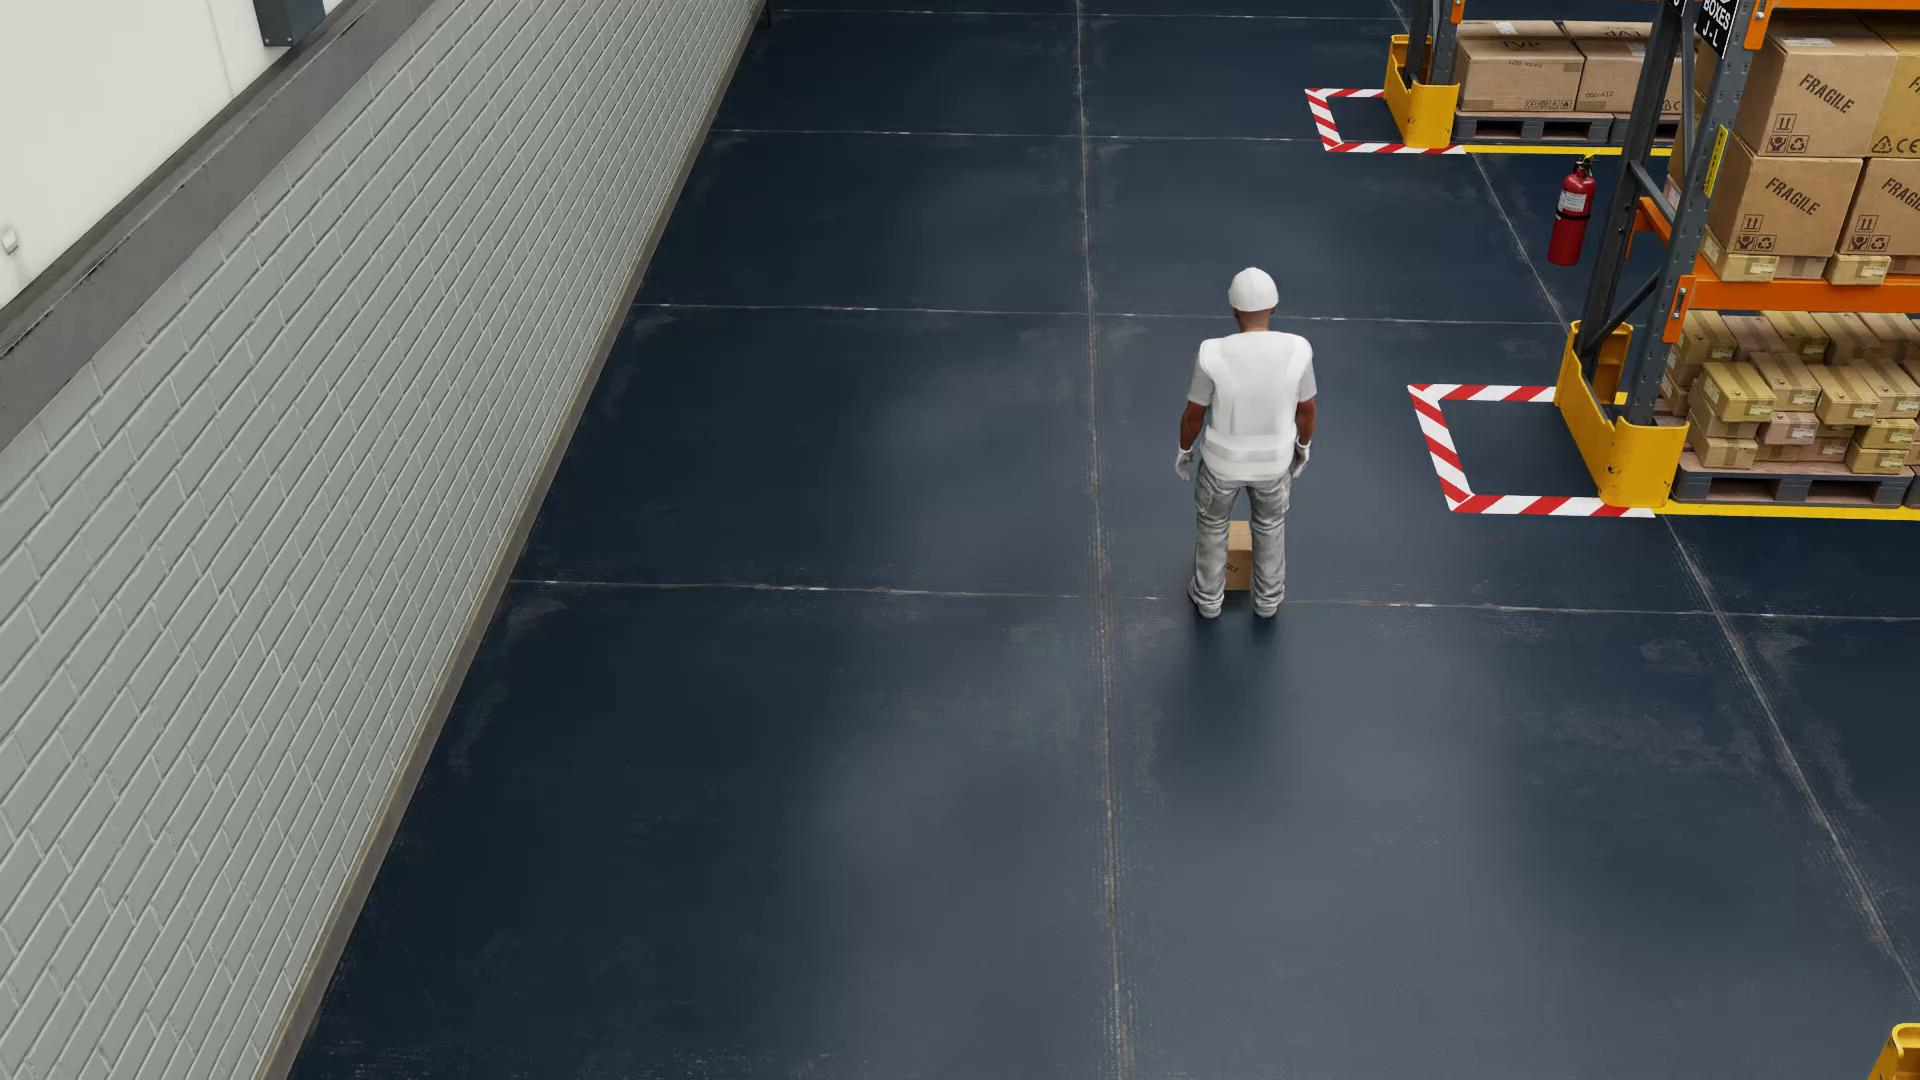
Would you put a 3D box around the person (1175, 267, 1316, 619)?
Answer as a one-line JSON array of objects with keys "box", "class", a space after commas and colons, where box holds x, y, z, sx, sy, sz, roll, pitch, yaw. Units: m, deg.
[{"box": [1.311, -0.409, 7.685, 0.627, 1.774, 0.450, -1, 35, -1], "class": "person"}]
